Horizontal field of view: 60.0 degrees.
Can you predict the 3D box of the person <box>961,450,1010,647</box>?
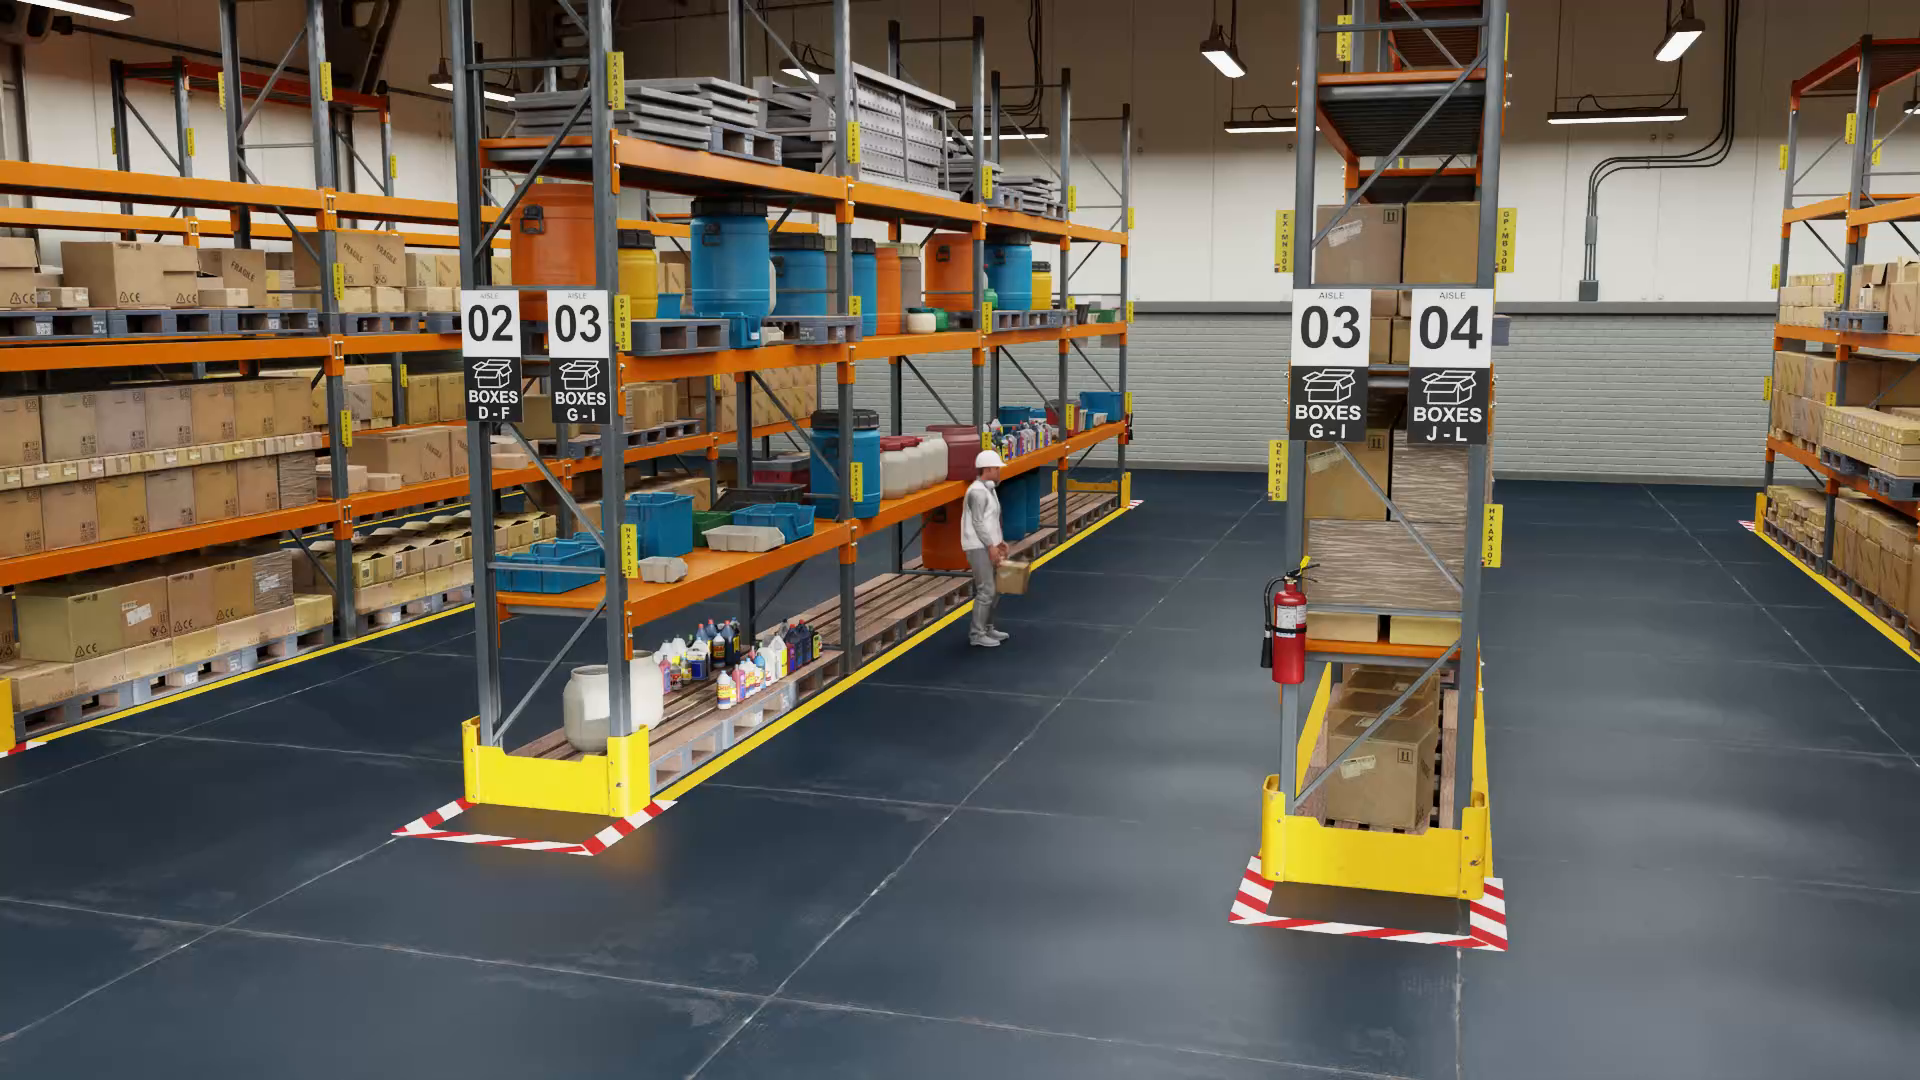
[{"bbox_3d":[0.223,0.064,15.282,0.423,1.775,0.555,2,9,15],"label":"person"}]
